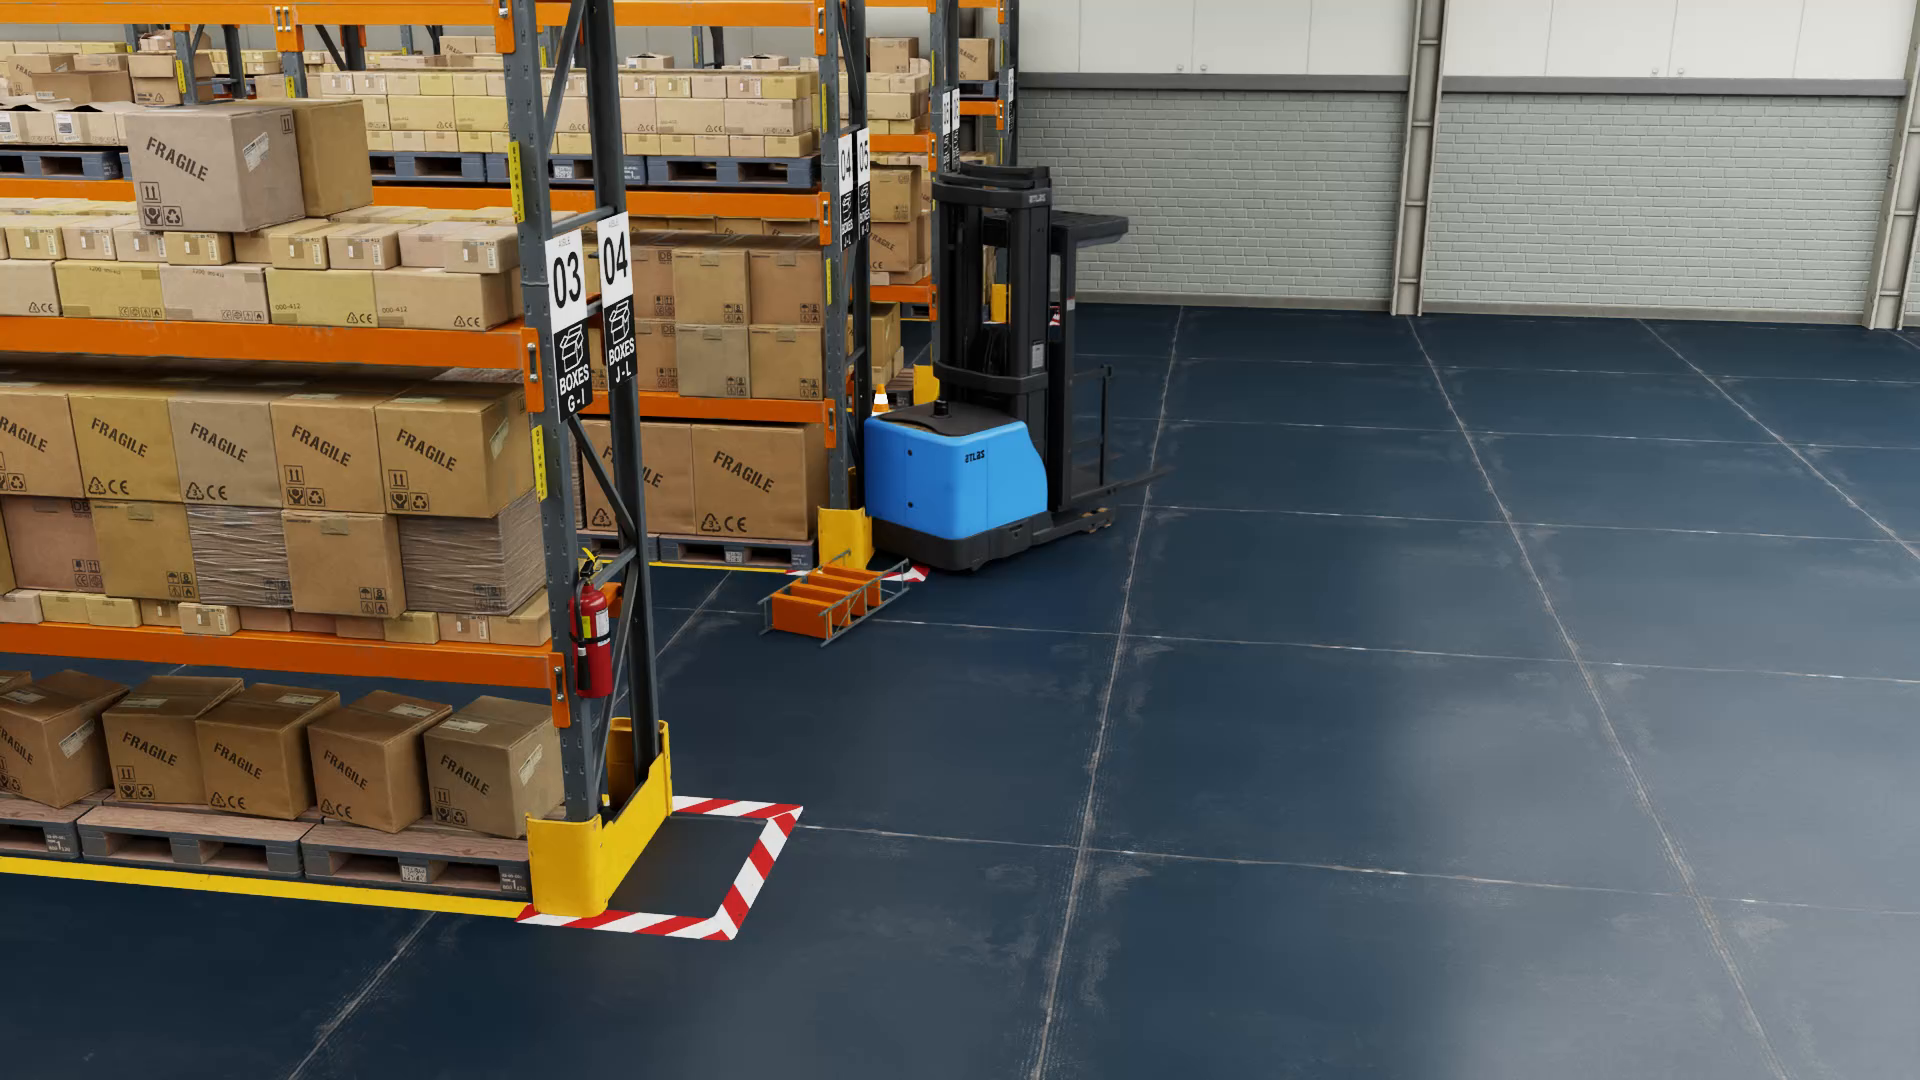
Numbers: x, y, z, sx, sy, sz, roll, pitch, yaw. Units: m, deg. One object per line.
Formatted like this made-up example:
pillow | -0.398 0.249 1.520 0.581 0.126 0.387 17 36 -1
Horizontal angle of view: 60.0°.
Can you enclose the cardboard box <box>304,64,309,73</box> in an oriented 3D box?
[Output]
cardboard box | -8.922 -6.425 22.659 0.250 0.149 0.380 3 19 10

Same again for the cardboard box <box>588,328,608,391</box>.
cardboard box | -2.821 -1.533 12.922 0.500 0.550 0.875 3 19 9

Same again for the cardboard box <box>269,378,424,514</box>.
cardboard box | -2.801 -0.443 7.698 0.500 0.500 0.500 3 19 9

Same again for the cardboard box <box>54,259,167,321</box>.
cardboard box | -3.736 -1.179 7.609 0.500 0.250 0.500 3 19 8

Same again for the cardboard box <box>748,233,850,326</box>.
cardboard box | -1.198 -1.970 12.524 0.550 0.550 0.875 3 19 9

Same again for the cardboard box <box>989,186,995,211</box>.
cardboard box | 0.186 -4.626 22.244 0.500 0.500 0.500 4 19 10

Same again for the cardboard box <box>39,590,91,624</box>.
cardboard box | -4.271 0.271 8.161 0.250 0.149 0.380 3 19 9

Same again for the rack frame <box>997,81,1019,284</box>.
rack frame | 0.631 -4.467 21.925 0.127 3.000 1.000 3 19 9

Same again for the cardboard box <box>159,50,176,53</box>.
cardboard box | -10.717 -6.618 22.735 0.250 0.149 0.380 3 19 10

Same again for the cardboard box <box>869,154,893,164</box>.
cardboard box | -1.032 -4.948 21.714 0.250 0.149 0.380 3 19 10

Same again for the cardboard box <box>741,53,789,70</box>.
cardboard box | -2.535 -6.177 21.629 0.500 0.311 0.500 3 19 10

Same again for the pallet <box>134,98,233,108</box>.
pallet | -8.695 -4.663 18.082 1.003 0.211 1.213 4 19 11

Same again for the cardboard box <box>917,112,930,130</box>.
cardboard box | -0.428 -4.333 17.195 0.250 0.149 0.380 3 19 9

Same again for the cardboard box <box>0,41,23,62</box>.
cardboard box | -13.266 -6.825 23.227 0.500 0.250 0.500 3 19 10

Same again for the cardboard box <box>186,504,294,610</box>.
cardboard box | -3.262 -0.058 8.122 0.500 0.500 0.875 3 19 9

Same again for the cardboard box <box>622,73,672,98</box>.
cardboard box | -2.226 -3.246 11.869 0.250 0.149 0.380 3 19 9

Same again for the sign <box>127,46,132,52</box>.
sign | -11.295 -6.568 22.663 0.005 0.325 0.100 3 19 9

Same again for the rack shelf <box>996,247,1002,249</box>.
rack shelf | -1.343 -4.226 22.340 4.000 0.370 1.077 3 19 9

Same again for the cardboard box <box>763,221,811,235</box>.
cardboard box | -1.719 -3.094 17.196 0.500 0.500 0.500 3 19 8

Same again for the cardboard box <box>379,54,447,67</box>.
cardboard box | -5.705 -4.934 17.381 0.500 0.250 0.500 3 19 10

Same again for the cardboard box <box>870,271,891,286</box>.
cardboard box | -0.823 -2.722 17.107 0.250 0.149 0.380 3 19 8

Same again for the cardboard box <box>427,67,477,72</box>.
cardboard box | -3.878 -3.541 12.751 0.250 0.149 0.380 3 19 9

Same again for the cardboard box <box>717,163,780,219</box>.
cardboard box | -2.180 -3.621 17.196 0.500 0.500 0.700 3 19 8

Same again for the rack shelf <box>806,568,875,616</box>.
rack shelf | -0.841 0.372 11.745 0.480 0.258 0.148 9 22 26

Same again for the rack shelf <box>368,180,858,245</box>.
rack shelf | -2.812 -2.538 12.566 4.000 0.370 1.077 3 19 9

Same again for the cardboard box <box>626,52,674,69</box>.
cardboard box | -4.071 -6.255 21.863 0.500 0.311 0.500 2 19 7

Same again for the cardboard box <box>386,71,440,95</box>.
cardboard box | -3.979 -3.335 12.135 0.250 0.149 0.380 3 19 8

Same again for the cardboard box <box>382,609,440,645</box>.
cardboard box | -2.540 0.354 7.915 0.250 0.149 0.380 3 19 9

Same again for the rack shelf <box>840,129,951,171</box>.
rack shelf | -2.127 -4.093 17.216 4.000 0.370 1.077 3 19 9

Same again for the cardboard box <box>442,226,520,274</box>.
cardboard box | -2.048 -1.263 7.232 0.250 0.149 0.380 3 19 9

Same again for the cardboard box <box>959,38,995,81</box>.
cardboard box | 0.156 -6.129 21.189 0.500 0.500 0.500 4 19 10

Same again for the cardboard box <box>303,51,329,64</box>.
cardboard box | -8.685 -6.529 22.500 0.250 0.149 0.380 3 19 7

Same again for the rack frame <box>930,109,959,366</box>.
rack frame | -0.152 -2.911 17.277 0.127 3.000 1.000 3 19 9

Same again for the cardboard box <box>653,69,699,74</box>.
cardboard box | -2.120 -3.452 12.484 0.250 0.149 0.380 3 19 8

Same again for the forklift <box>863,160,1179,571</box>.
forklift | 0.625 -1.542 13.292 1.130 2.935 3.031 17 25 41

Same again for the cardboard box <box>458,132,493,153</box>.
cardboard box | -3.477 -2.931 12.186 0.250 0.149 0.380 3 19 8

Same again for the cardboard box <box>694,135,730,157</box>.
cardboard box | -1.722 -2.842 11.918 0.250 0.149 0.380 3 19 9

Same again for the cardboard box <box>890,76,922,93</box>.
cardboard box | -0.533 -4.517 16.489 0.250 0.149 0.380 3 19 9

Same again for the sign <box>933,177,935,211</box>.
sign | -0.260 -3.437 16.526 0.005 0.325 0.100 3 19 9

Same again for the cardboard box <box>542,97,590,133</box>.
cardboard box | -2.852 -3.108 12.086 0.500 0.250 0.500 3 19 9

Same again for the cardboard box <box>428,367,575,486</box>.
cardboard box | -2.224 -0.582 8.114 0.500 0.500 0.500 3 19 9

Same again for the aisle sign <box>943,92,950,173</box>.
aisle sign | -0.137 -4.050 16.584 0.004 0.787 0.394 3 19 9

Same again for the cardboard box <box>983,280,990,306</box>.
cardboard box | 0.117 -3.287 22.070 0.500 0.250 0.500 3 19 9

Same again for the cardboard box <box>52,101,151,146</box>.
cardboard box | -6.553 -3.203 12.742 0.500 0.311 0.500 2 19 7

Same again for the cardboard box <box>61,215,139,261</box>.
cardboard box | -3.848 -1.379 7.579 0.250 0.149 0.380 3 19 10

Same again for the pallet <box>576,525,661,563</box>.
pallet | -2.841 -0.111 13.302 1.213 0.211 1.003 3 19 9

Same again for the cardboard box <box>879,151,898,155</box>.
cardboard box | -0.932 -5.146 22.306 0.250 0.149 0.380 2 19 7

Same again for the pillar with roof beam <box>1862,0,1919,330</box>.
pillar with roof beam | 11.252 -5.676 16.086 0.400 9.000 9.100 3 19 9

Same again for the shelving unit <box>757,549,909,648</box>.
shelving unit | -0.872 0.392 11.689 0.503 0.258 1.200 9 22 26

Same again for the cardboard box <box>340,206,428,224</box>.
cardboard box | -2.727 -1.487 7.900 0.250 0.149 0.380 4 19 11

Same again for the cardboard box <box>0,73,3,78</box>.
cardboard box | -11.097 -5.116 18.618 0.500 0.311 0.500 3 19 9

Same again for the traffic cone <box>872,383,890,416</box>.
traffic cone | -0.781 -1.326 16.536 0.334 0.463 0.336 3 19 9
